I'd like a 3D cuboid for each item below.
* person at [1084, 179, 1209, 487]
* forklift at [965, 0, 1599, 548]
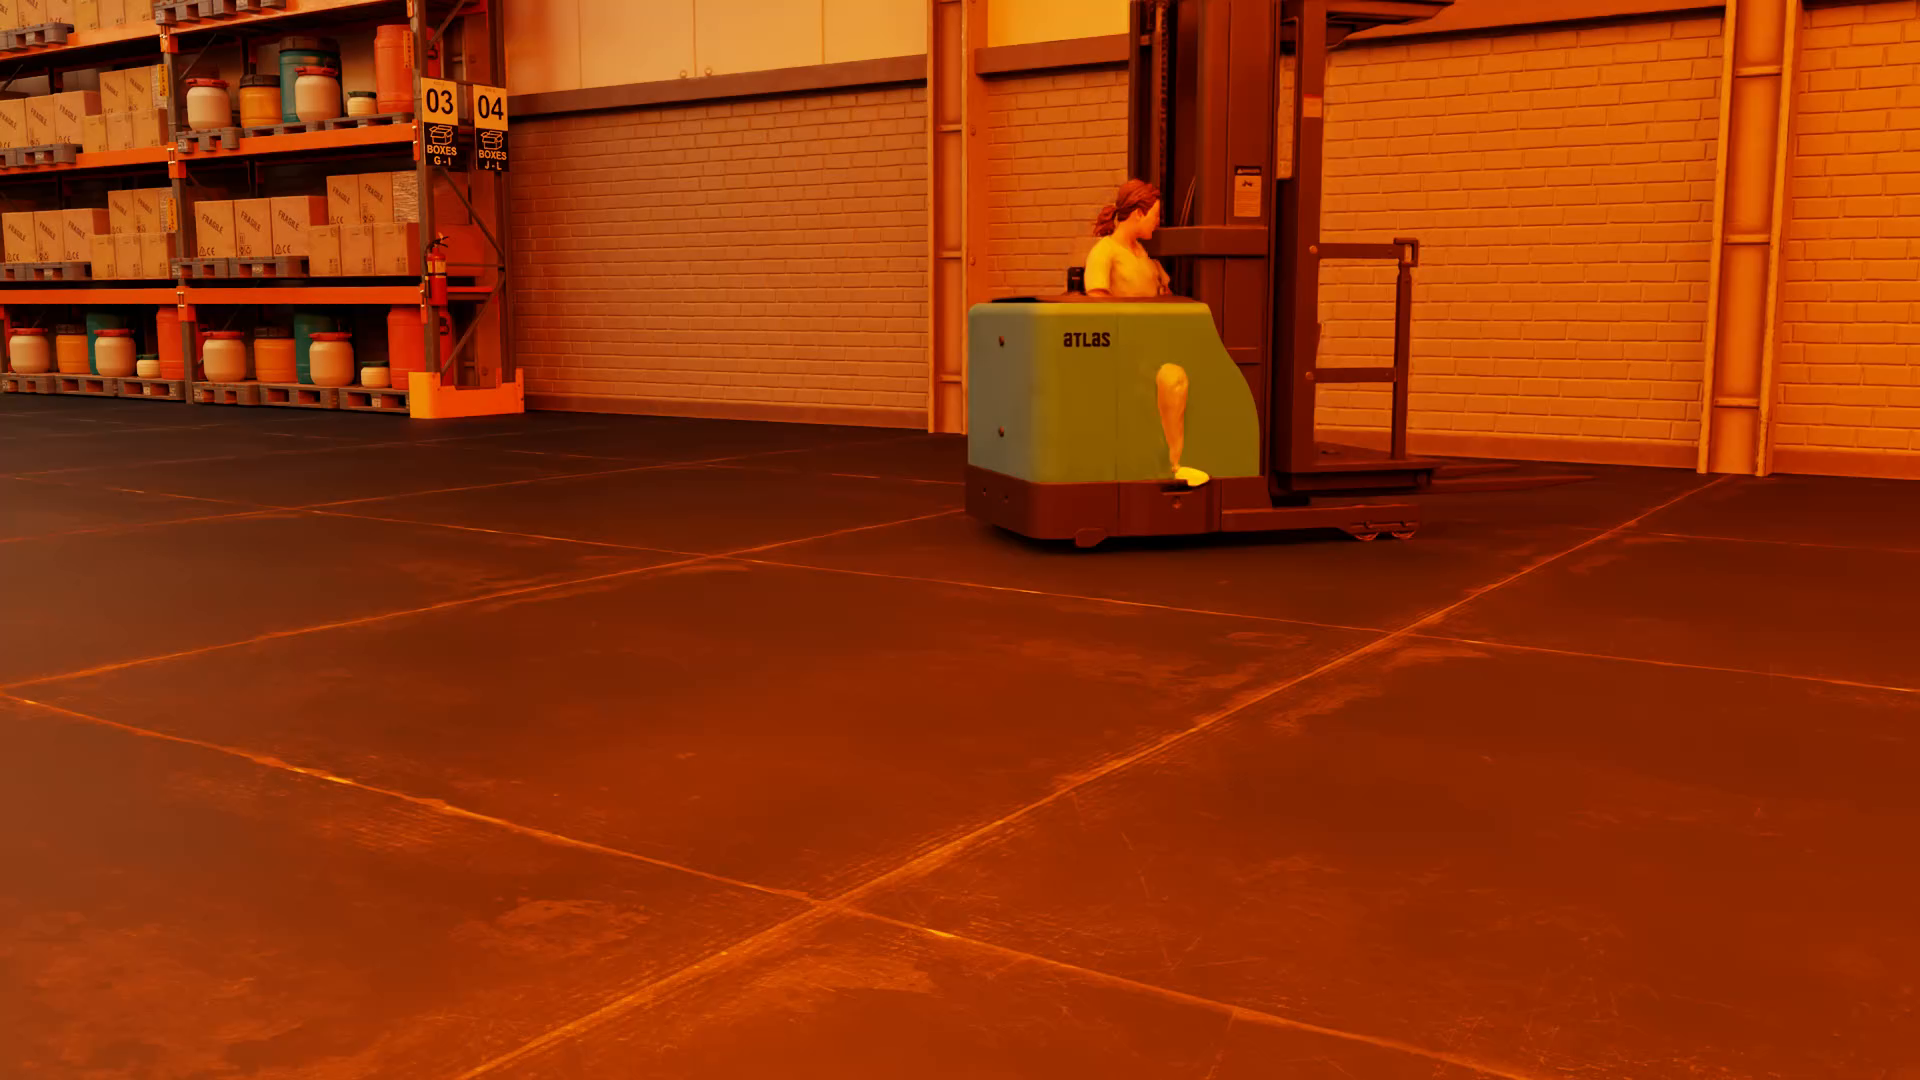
[{"bbox_3d":[0.867,-0.824,7.479,0.755,1.574,0.661,6,10,36],"label":"person"},{"bbox_3d":[1.599,-1.514,7.841,3.031,2.935,1.130,-3,9,-18],"label":"forklift"}]
